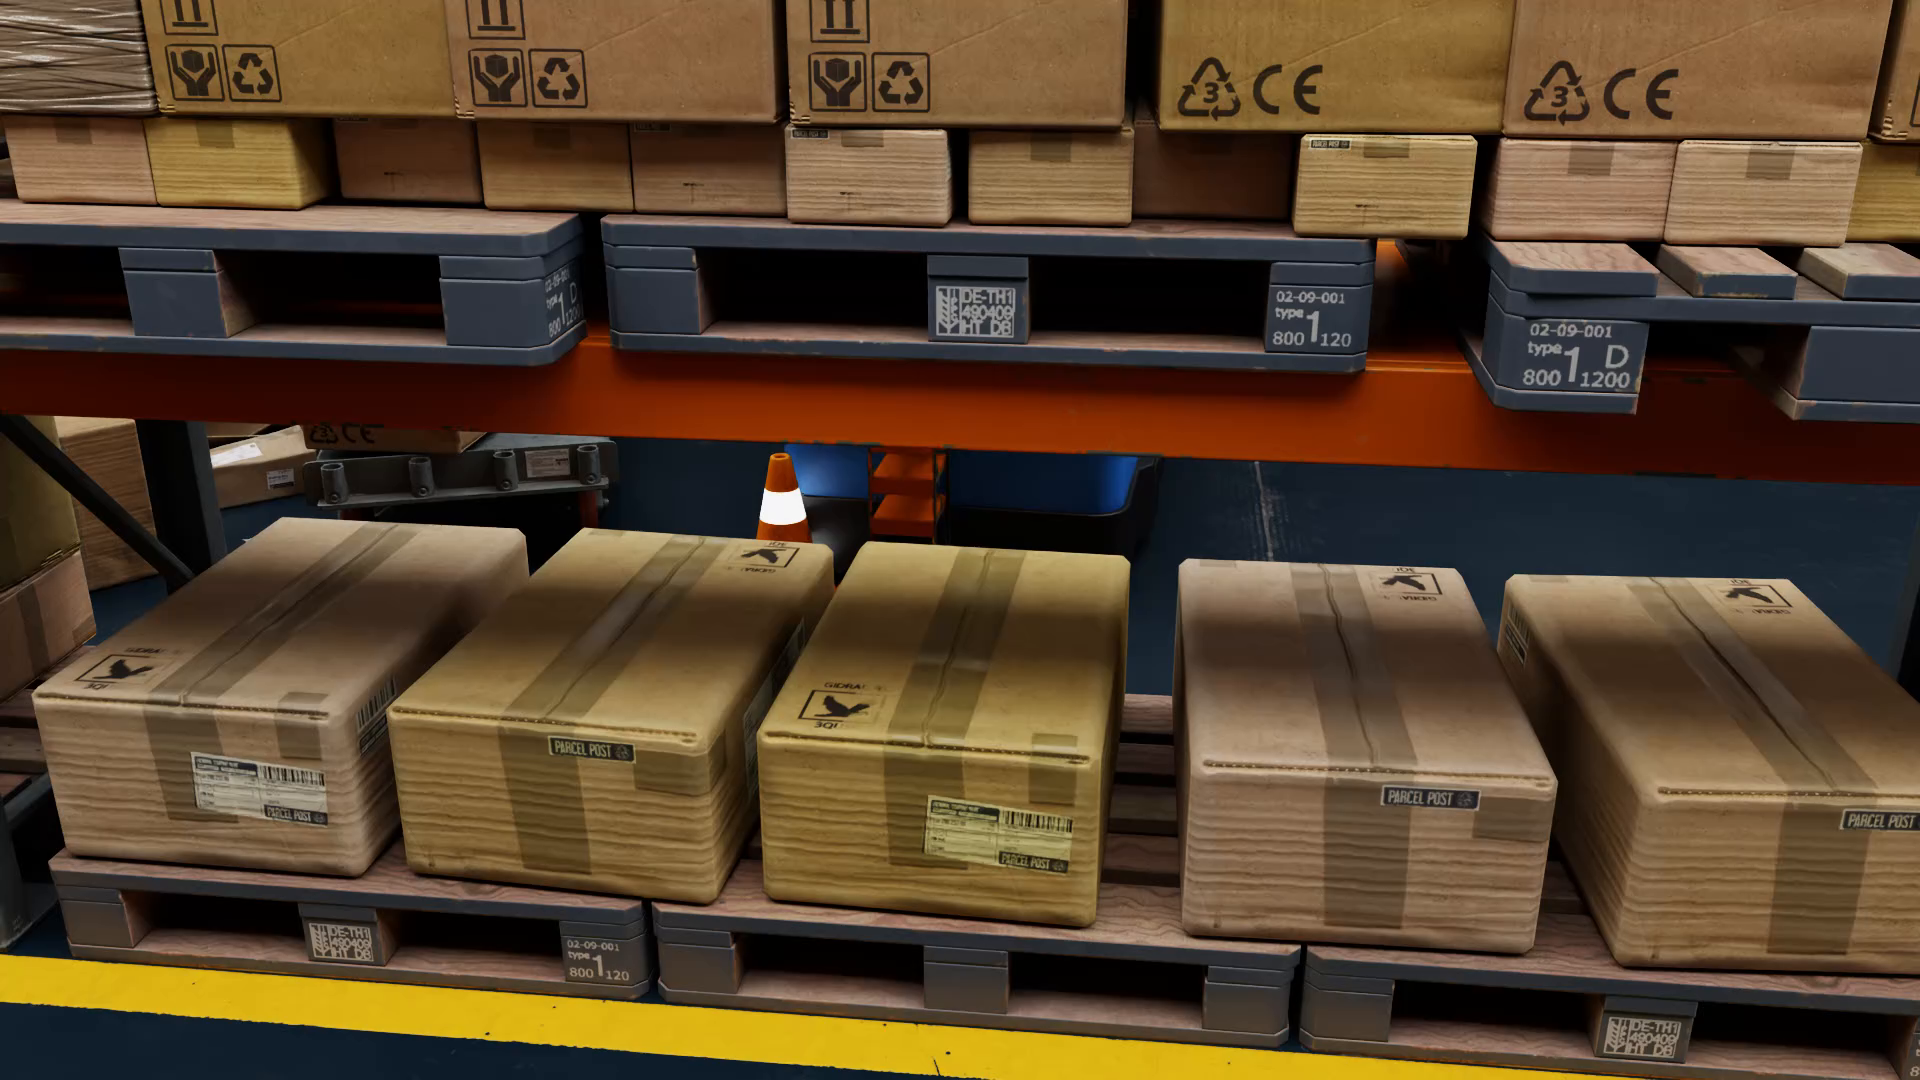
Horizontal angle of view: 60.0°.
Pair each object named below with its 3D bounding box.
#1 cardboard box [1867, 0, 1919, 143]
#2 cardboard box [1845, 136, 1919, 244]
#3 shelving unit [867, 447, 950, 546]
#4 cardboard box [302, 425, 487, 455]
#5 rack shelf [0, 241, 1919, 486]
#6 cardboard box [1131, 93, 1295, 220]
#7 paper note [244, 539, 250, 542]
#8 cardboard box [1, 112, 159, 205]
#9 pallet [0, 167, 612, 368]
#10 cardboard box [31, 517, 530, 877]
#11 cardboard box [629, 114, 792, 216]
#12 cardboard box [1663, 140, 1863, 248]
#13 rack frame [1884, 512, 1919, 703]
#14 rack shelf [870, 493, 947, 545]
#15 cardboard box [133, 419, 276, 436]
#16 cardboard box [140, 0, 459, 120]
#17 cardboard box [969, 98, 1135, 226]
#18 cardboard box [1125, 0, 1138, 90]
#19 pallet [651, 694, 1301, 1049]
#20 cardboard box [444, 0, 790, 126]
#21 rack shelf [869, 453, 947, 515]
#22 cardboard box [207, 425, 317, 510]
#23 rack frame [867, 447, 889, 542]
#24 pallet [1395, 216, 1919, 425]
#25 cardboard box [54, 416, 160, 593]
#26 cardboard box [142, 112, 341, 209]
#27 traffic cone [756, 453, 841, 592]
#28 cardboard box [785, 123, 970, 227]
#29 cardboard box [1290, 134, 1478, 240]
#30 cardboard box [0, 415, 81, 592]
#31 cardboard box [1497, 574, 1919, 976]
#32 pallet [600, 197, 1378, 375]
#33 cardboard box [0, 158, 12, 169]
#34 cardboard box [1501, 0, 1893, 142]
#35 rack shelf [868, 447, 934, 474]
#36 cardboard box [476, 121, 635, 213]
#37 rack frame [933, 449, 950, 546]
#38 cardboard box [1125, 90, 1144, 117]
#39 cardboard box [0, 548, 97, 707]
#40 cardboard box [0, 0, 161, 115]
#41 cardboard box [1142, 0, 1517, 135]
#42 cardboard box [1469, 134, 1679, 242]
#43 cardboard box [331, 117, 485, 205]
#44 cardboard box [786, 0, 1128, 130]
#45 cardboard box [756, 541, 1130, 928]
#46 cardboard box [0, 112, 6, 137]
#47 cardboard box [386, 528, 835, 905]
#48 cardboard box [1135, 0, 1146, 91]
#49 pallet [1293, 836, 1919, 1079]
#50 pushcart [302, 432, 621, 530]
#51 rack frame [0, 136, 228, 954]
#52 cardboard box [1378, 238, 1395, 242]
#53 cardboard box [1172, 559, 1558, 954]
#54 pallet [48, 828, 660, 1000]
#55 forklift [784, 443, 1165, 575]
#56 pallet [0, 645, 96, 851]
[{"bbox_3d":[1.570,-0.875,2.461,0.500,0.500,0.500,2,22,5],"label":"cardboard box"},{"bbox_3d":[1.427,-0.568,2.568,0.250,0.149,0.380,3,22,7],"label":"cardboard box"},{"bbox_3d":[-0.141,-0.320,4.617,0.189,1.200,0.258,3,22,9],"label":"shelving unit"},{"bbox_3d":[-1.738,-0.590,5.223,0.500,0.500,0.500,2,22,6],"label":"cardboard box"},{"bbox_3d":[0.069,-0.328,3.169,4.000,0.370,1.077,2,22,6],"label":"rack shelf"},{"bbox_3d":[0.412,-0.640,2.750,0.250,0.149,0.380,3,22,7],"label":"cardboard box"},{"bbox_3d":[-2.243,-0.015,5.435,0.142,0.019,0.148,2,22,6],"label":"paper note"},{"bbox_3d":[-1.406,-0.689,2.873,0.250,0.149,0.380,3,22,7],"label":"cardboard box"},{"bbox_3d":[-1.176,-0.574,3.073,1.213,0.211,1.003,2,22,6],"label":"pallet"},{"bbox_3d":[-1.396,0.299,3.607,0.625,0.372,0.950,3,22,7],"label":"cardboard box"},{"bbox_3d":[-0.373,-0.653,2.781,0.250,0.149,0.380,3,22,7],"label":"cardboard box"},{"bbox_3d":[1.171,-0.563,2.554,0.250,0.149,0.380,2,22,6],"label":"cardboard box"},{"bbox_3d":[2.055,-0.576,2.818,0.127,3.000,1.000,2,22,6],"label":"rack frame"},{"bbox_3d":[-0.141,-0.055,4.721,0.180,0.103,0.258,3,22,9],"label":"rack shelf"},{"bbox_3d":[-2.918,-0.636,6.179,0.503,0.637,0.797,2,22,6],"label":"cardboard box"},{"bbox_3d":[-0.988,-0.983,2.735,0.500,0.500,0.500,3,22,6],"label":"cardboard box"},{"bbox_3d":[0.153,-0.621,2.702,0.250,0.149,0.380,2,22,5],"label":"cardboard box"},{"bbox_3d":[0.093,-1.126,3.095,0.500,0.500,0.500,2,22,4],"label":"cardboard box"},{"bbox_3d":[0.071,0.632,3.553,1.213,0.211,1.003,2,22,6],"label":"pallet"},{"bbox_3d":[-0.499,-0.957,2.668,0.500,0.500,0.500,2,22,6],"label":"cardboard box"},{"bbox_3d":[-0.141,-0.167,4.677,0.180,0.103,0.258,3,22,9],"label":"rack shelf"},{"bbox_3d":[-2.474,-0.297,5.830,0.396,0.266,0.258,-14,25,-31],"label":"cardboard box"},{"bbox_3d":[-0.231,-0.325,4.631,0.006,1.200,0.240,3,22,9],"label":"rack frame"},{"bbox_3d":[1.334,-0.479,2.833,1.003,0.211,1.213,2,22,6],"label":"pallet"},{"bbox_3d":[-2.822,-0.131,5.089,0.500,0.500,0.500,-19,28,-40],"label":"cardboard box"},{"bbox_3d":[-1.159,-0.675,2.837,0.250,0.149,0.380,3,22,7],"label":"cardboard box"},{"bbox_3d":[-0.521,-0.027,4.879,0.334,0.463,0.336,2,22,6],"label":"traffic cone"},{"bbox_3d":[-0.115,-0.622,2.704,0.250,0.149,0.380,3,22,8],"label":"cardboard box"},{"bbox_3d":[0.647,-0.584,2.606,0.250,0.149,0.380,3,22,7],"label":"cardboard box"},{"bbox_3d":[-2.472,-0.139,3.860,0.500,0.500,0.500,4,22,9],"label":"cardboard box"},{"bbox_3d":[1.495,0.422,3.295,0.625,0.372,0.950,1,22,3],"label":"cardboard box"},{"bbox_3d":[0.084,-0.558,3.032,1.213,0.211,1.003,2,22,6],"label":"pallet"},{"bbox_3d":[-2.193,-0.763,3.633,0.250,0.149,0.380,2,22,6],"label":"cardboard box"},{"bbox_3d":[1.056,-0.893,2.507,0.500,0.500,0.500,2,22,5],"label":"cardboard box"},{"bbox_3d":[-0.141,-0.279,4.633,0.180,0.103,0.258,3,22,9],"label":"rack shelf"},{"bbox_3d":[-0.618,-0.664,2.810,0.250,0.149,0.380,3,22,7],"label":"cardboard box"},{"bbox_3d":[-0.050,-0.314,4.603,0.006,1.200,0.240,3,22,9],"label":"rack frame"},{"bbox_3d":[0.406,-0.789,3.127,0.250,0.149,0.380,3,22,8],"label":"cardboard box"},{"bbox_3d":[-2.472,0.210,3.998,0.500,0.250,0.500,2,22,4],"label":"cardboard box"},{"bbox_3d":[-1.486,-1.005,2.789,0.500,0.500,0.500,3,22,8],"label":"cardboard box"},{"bbox_3d":[0.554,-0.915,2.561,0.500,0.500,0.500,1,22,3],"label":"cardboard box"},{"bbox_3d":[0.922,-0.577,2.589,0.250,0.149,0.380,1,22,4],"label":"cardboard box"},{"bbox_3d":[-0.869,-0.690,2.877,0.250,0.149,0.380,4,22,10],"label":"cardboard box"},{"bbox_3d":[0.012,-0.939,2.622,0.500,0.500,0.500,2,22,4],"label":"cardboard box"},{"bbox_3d":[0.009,0.358,3.457,0.625,0.372,0.950,3,22,8],"label":"cardboard box"},{"bbox_3d":[-2.322,-1.055,3.488,0.500,0.500,0.500,2,22,6],"label":"cardboard box"},{"bbox_3d":[-0.682,0.329,3.531,0.625,0.372,0.950,4,22,10],"label":"cardboard box"},{"bbox_3d":[0.589,-1.101,3.033,0.500,0.500,0.500,3,22,7],"label":"cardboard box"},{"bbox_3d":[1.279,0.686,3.418,1.213,0.211,1.003,2,22,6],"label":"pallet"},{"bbox_3d":[-1.699,-0.365,5.849,0.936,0.377,1.648,-5,22,-12],"label":"pushcart"},{"bbox_3d":[-1.918,-0.750,3.256,0.127,3.000,1.000,2,22,6],"label":"rack frame"},{"bbox_3d":[1.943,-1.596,7.887,0.750,0.750,1.050,2,22,6],"label":"cardboard box"},{"bbox_3d":[0.761,0.393,3.368,0.625,0.372,0.950,2,22,5],"label":"cardboard box"},{"bbox_3d":[-1.144,0.580,3.685,1.213,0.211,1.003,2,22,6],"label":"pallet"},{"bbox_3d":[0.242,-1.719,5.801,1.130,2.935,3.031,4,22,10],"label":"forklift"},{"bbox_3d":[-2.589,0.531,3.809,1.213,0.211,1.003,2,22,6],"label":"pallet"}]
